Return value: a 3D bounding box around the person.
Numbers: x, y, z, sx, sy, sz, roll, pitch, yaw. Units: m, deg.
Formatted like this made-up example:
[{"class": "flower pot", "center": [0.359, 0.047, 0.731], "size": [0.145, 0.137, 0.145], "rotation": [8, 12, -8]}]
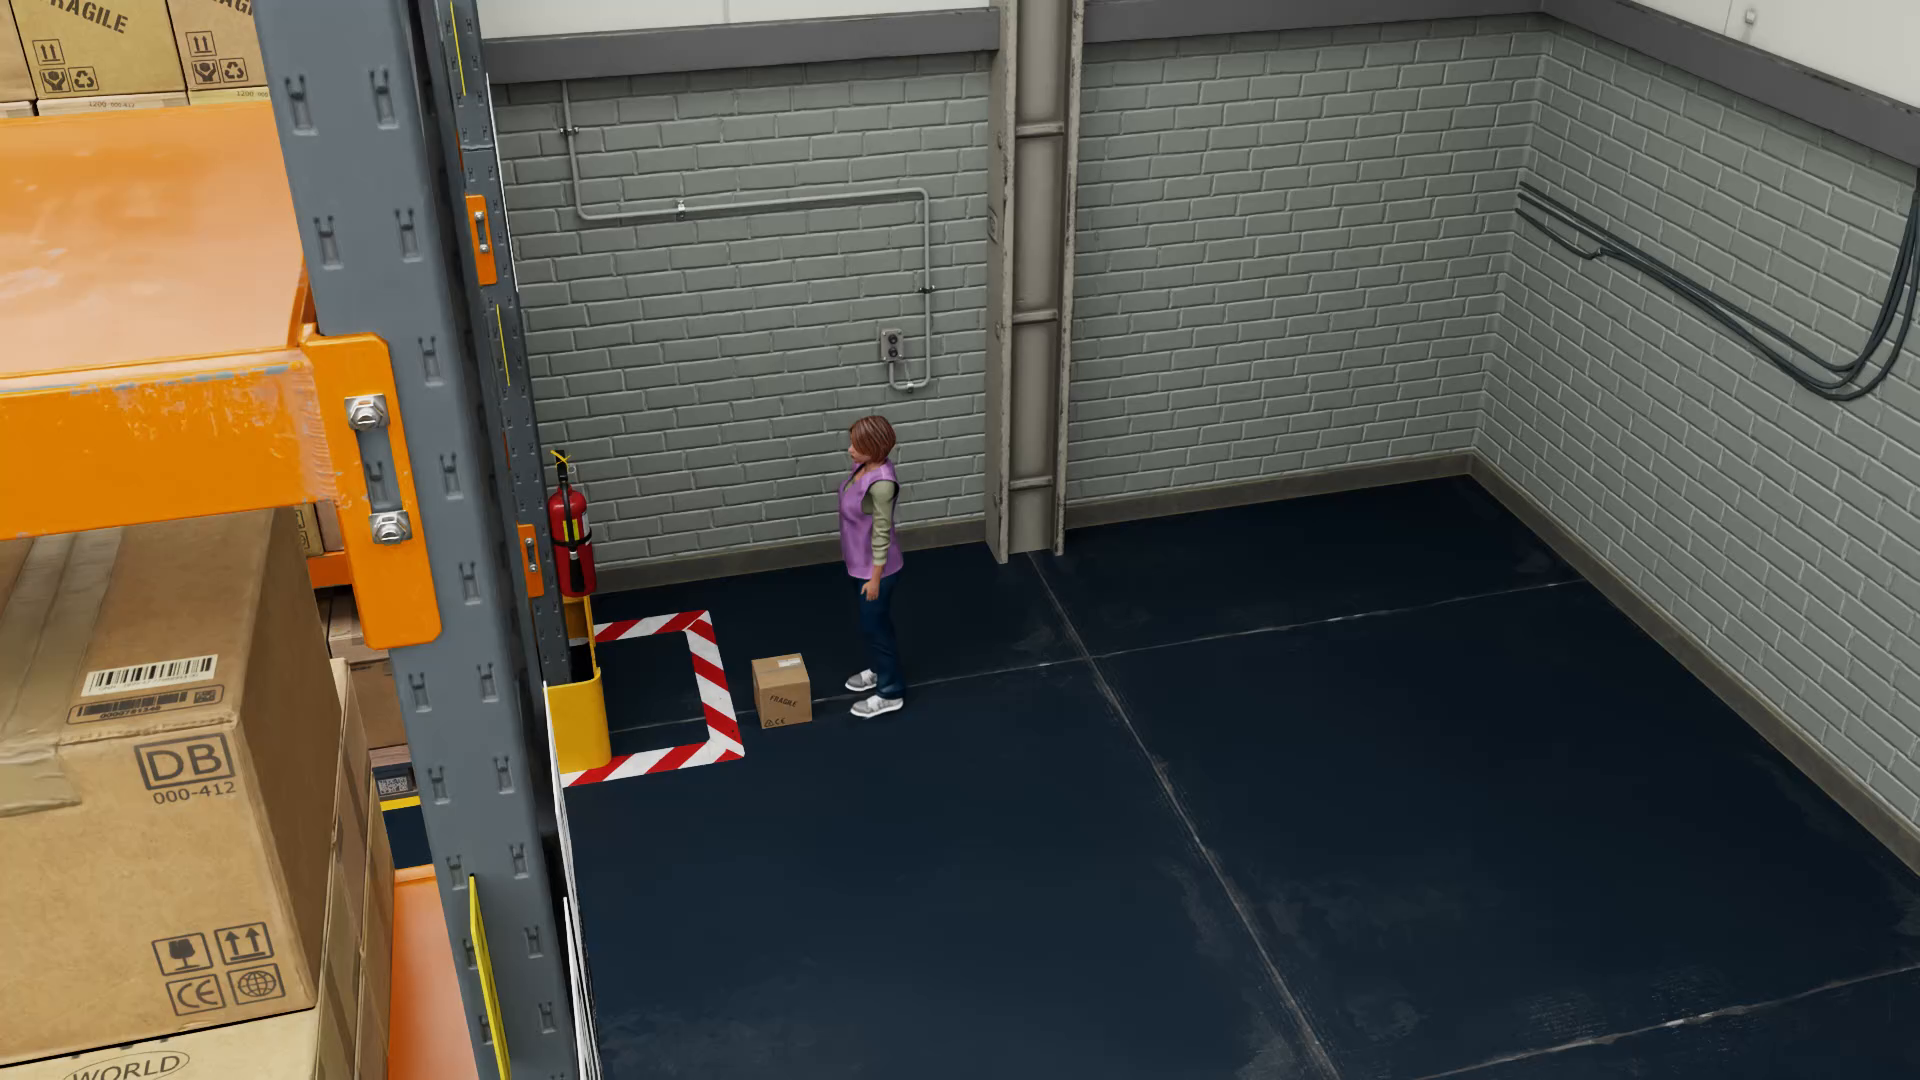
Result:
[{"class": "person", "center": [-0.419, 0.123, 8.030], "size": [0.312, 1.599, 0.406], "rotation": [-7, 31, -12]}]
